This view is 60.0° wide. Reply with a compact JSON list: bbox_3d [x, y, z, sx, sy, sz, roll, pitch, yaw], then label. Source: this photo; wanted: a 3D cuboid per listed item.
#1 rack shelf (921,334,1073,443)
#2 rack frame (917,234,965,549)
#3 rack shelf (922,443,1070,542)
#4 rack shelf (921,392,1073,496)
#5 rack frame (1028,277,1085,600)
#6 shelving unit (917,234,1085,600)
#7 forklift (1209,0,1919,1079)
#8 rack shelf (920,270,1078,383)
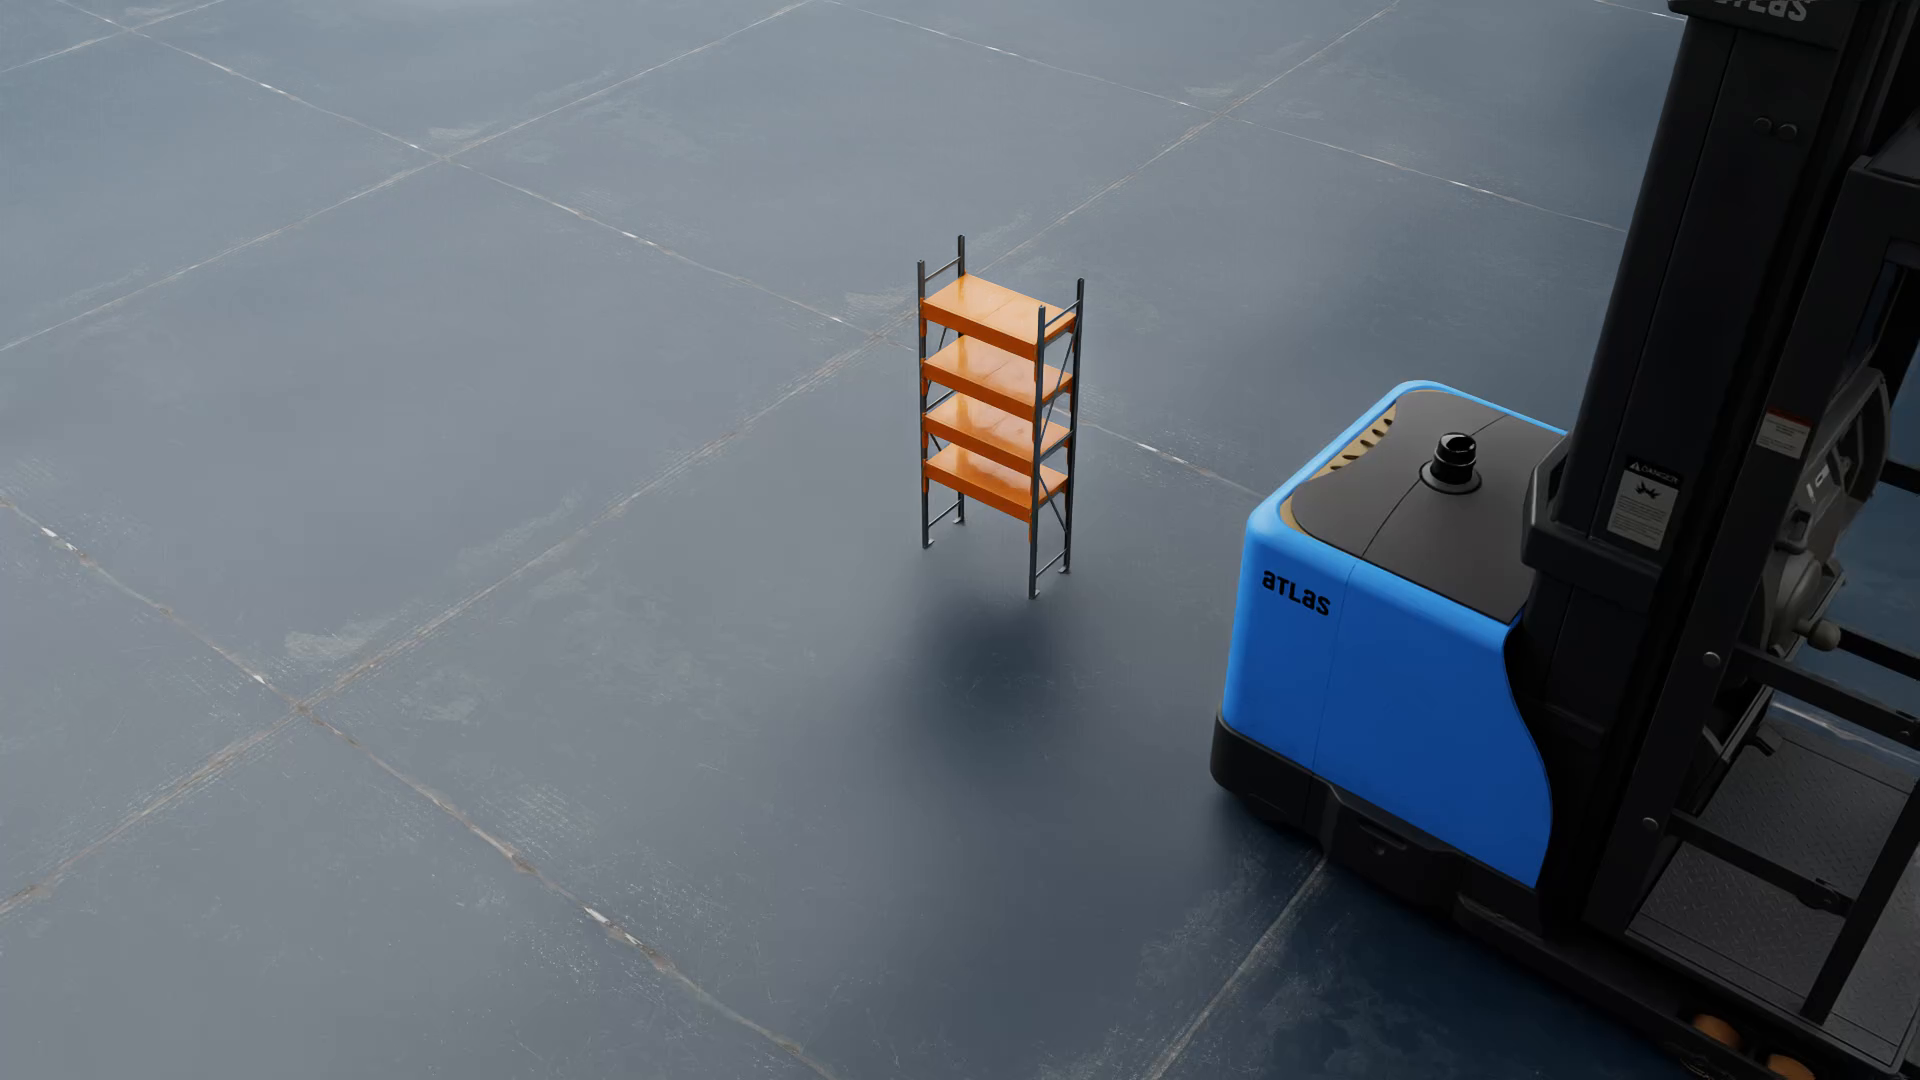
[{"bbox_3d":[0.131,-0.534,5.705,0.480,0.148,0.258,25,45,29],"label":"rack shelf"},{"bbox_3d":[-0.062,-0.502,5.918,0.015,1.200,0.240,25,45,29],"label":"rack frame"},{"bbox_3d":[0.131,-0.201,5.965,0.480,0.148,0.258,25,45,29],"label":"rack shelf"},{"bbox_3d":[0.131,-0.357,5.842,0.480,0.148,0.258,25,45,29],"label":"rack shelf"},{"bbox_3d":[0.325,-0.319,5.684,0.015,1.200,0.240,25,45,29],"label":"rack frame"},{"bbox_3d":[0.131,-0.410,5.801,0.503,1.200,0.258,25,45,29],"label":"shelving unit"},{"bbox_3d":[2.239,-0.020,3.898,3.031,2.935,1.130,27,46,30],"label":"forklift"},{"bbox_3d":[0.131,-0.720,5.559,0.480,0.148,0.258,25,45,29],"label":"rack shelf"}]
